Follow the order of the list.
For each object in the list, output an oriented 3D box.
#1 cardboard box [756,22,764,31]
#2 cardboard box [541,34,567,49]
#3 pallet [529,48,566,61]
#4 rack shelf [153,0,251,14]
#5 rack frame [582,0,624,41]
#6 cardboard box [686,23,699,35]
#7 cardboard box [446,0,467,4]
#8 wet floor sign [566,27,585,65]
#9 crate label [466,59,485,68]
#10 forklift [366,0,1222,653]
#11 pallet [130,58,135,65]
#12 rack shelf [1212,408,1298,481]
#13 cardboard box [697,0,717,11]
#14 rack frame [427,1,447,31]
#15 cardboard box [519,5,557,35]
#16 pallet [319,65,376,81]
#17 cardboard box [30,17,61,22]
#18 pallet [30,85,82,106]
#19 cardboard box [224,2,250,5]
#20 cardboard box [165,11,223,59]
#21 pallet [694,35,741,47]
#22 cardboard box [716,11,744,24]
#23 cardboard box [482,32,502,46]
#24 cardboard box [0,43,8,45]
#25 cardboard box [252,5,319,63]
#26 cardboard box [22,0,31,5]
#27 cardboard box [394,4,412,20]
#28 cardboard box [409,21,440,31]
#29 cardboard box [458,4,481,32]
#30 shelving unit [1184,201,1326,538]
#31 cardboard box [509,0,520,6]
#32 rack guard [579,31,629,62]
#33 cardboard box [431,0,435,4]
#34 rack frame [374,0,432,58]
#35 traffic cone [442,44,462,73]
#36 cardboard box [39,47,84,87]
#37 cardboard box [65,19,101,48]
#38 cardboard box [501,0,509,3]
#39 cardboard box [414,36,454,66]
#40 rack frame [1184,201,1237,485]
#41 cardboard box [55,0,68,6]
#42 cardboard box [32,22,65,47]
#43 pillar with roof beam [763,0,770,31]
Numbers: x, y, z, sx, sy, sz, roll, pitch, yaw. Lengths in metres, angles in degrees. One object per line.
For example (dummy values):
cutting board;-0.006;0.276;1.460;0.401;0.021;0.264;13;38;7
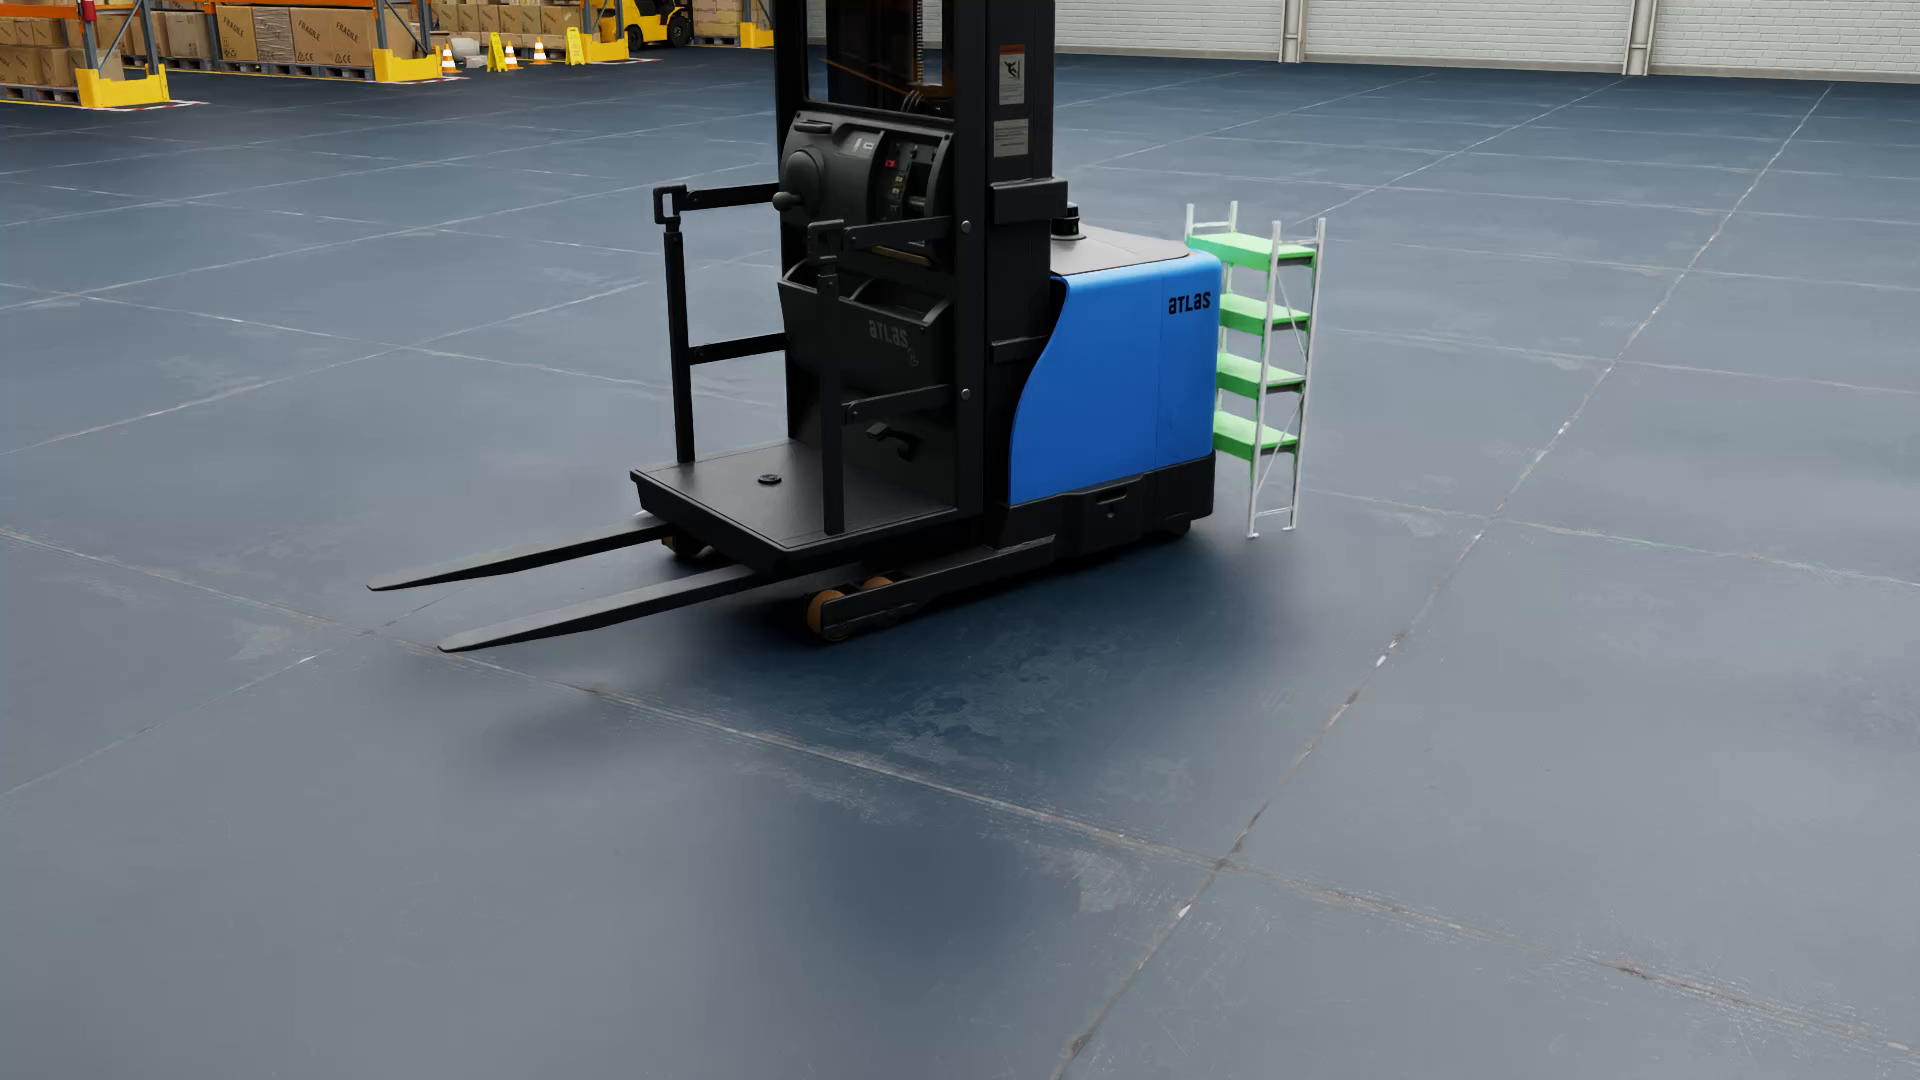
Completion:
cardboard box;-4.524;-10.890;35.404;0.500;0.250;0.500;11;23;28
cardboard box;-7.466;-9.330;31.103;0.500;0.250;0.500;11;23;27
pallet;-7.367;-9.214;31.457;1.213;0.211;1.003;11;23;27
rack shelf;-14.172;-9.536;29.310;4.000;0.370;1.077;11;23;27
rack frame;-6.608;-10.367;30.545;0.127;3.000;1.000;11;23;27
cardboard box;-5.617;-10.905;35.447;0.500;0.250;0.500;11;23;28
cardboard box;-9.637;-10.377;31.939;0.250;0.149;0.380;11;23;28
wet floor sign;-6.964;-8.910;29.982;0.267;0.644;0.232;-16;26;-38
crate label;-8.574;-8.434;29.415;0.298;0.136;0.250;0;20;-1
forklift;-0.495;-1.249;5.510;3.031;2.935;1.130;-15;25;-35
pallet;-15.267;-8.742;30.157;1.213;0.211;1.003;11;23;27
rack shelf;1.082;-0.380;6.530;0.258;0.148;0.480;-10;22;-31
cardboard box;-5.194;-11.287;35.032;0.500;0.250;0.500;11;23;28
rack frame;-10.100;-11.032;32.379;0.127;3.000;1.000;11;23;27
cardboard box;-7.892;-9.766;31.205;0.500;0.500;0.500;12;23;29
pallet;-9.670;-7.675;27.215;1.213;0.211;1.003;11;23;27
cardboard box;-16.643;-9.617;30.429;0.500;0.250;0.500;10;22;26
pallet;-12.200;-6.264;23.324;1.213;0.211;1.003;11;23;27
cardboard box;-14.932;-11.185;35.301;0.875;0.875;0.875;11;23;28
cardboard box;-13.012;-8.758;28.793;0.750;0.750;1.050;11;23;27
pallet;-4.879;-10.649;35.413;1.213;0.211;1.003;11;23;27
cardboard box;-4.768;-10.973;34.899;0.500;0.250;0.500;10;22;27
cardboard box;-8.781;-9.586;31.808;0.500;0.250;0.500;10;22;27
cardboard box;-14.100;-6.933;24.128;0.500;0.500;0.500;-17;26;-39
cardboard box;-11.122;-8.466;27.805;0.875;0.875;0.875;11;23;28
cardboard box;-12.661;-7.453;22.880;0.250;0.149;0.380;11;23;27
cardboard box;-13.002;-12.458;39.359;0.500;0.500;0.500;10;22;25
cardboard box;-10.559;-10.081;32.994;0.625;0.372;0.950;11;23;28
cardboard box;-9.244;-10.025;31.921;0.500;0.500;0.500;12;23;29
shelving unit;1.090;-0.667;6.431;0.258;1.200;0.503;-10;22;-31
cardboard box;-8.235;-10.113;31.211;0.250;0.149;0.380;12;23;30
rack guard;-6.675;-9.204;31.007;0.348;0.500;1.175;11;23;27
cardboard box;-12.191;-12.603;38.808;0.250;0.149;0.380;10;22;26
rack frame;-8.934;-8.876;26.437;0.127;3.000;1.000;11;23;27
traffic cone;-8.705;-8.195;28.278;0.334;0.463;0.336;11;23;27
cardboard box;-12.517;-6.637;23.313;0.500;0.500;0.500;18;27;41
cardboard box;-15.431;-9.219;30.063;0.750;0.750;1.050;10;22;27
cardboard box;-10.063;-12.043;38.031;0.625;0.625;0.875;12;23;29
cardboard box;-9.376;-8.732;29.699;0.637;0.503;0.797;-4;20;-10
rack frame;0.960;-0.737;6.626;0.240;1.200;0.015;-10;22;-31
cardboard box;-12.009;-7.326;22.532;0.250;0.149;0.380;11;23;27
cardboard box;-16.620;-9.261;30.546;0.500;0.500;0.500;11;23;27
pillar with roof beam;-6.459;-13.768;31.124;0.400;9.000;9.100;11;23;27
